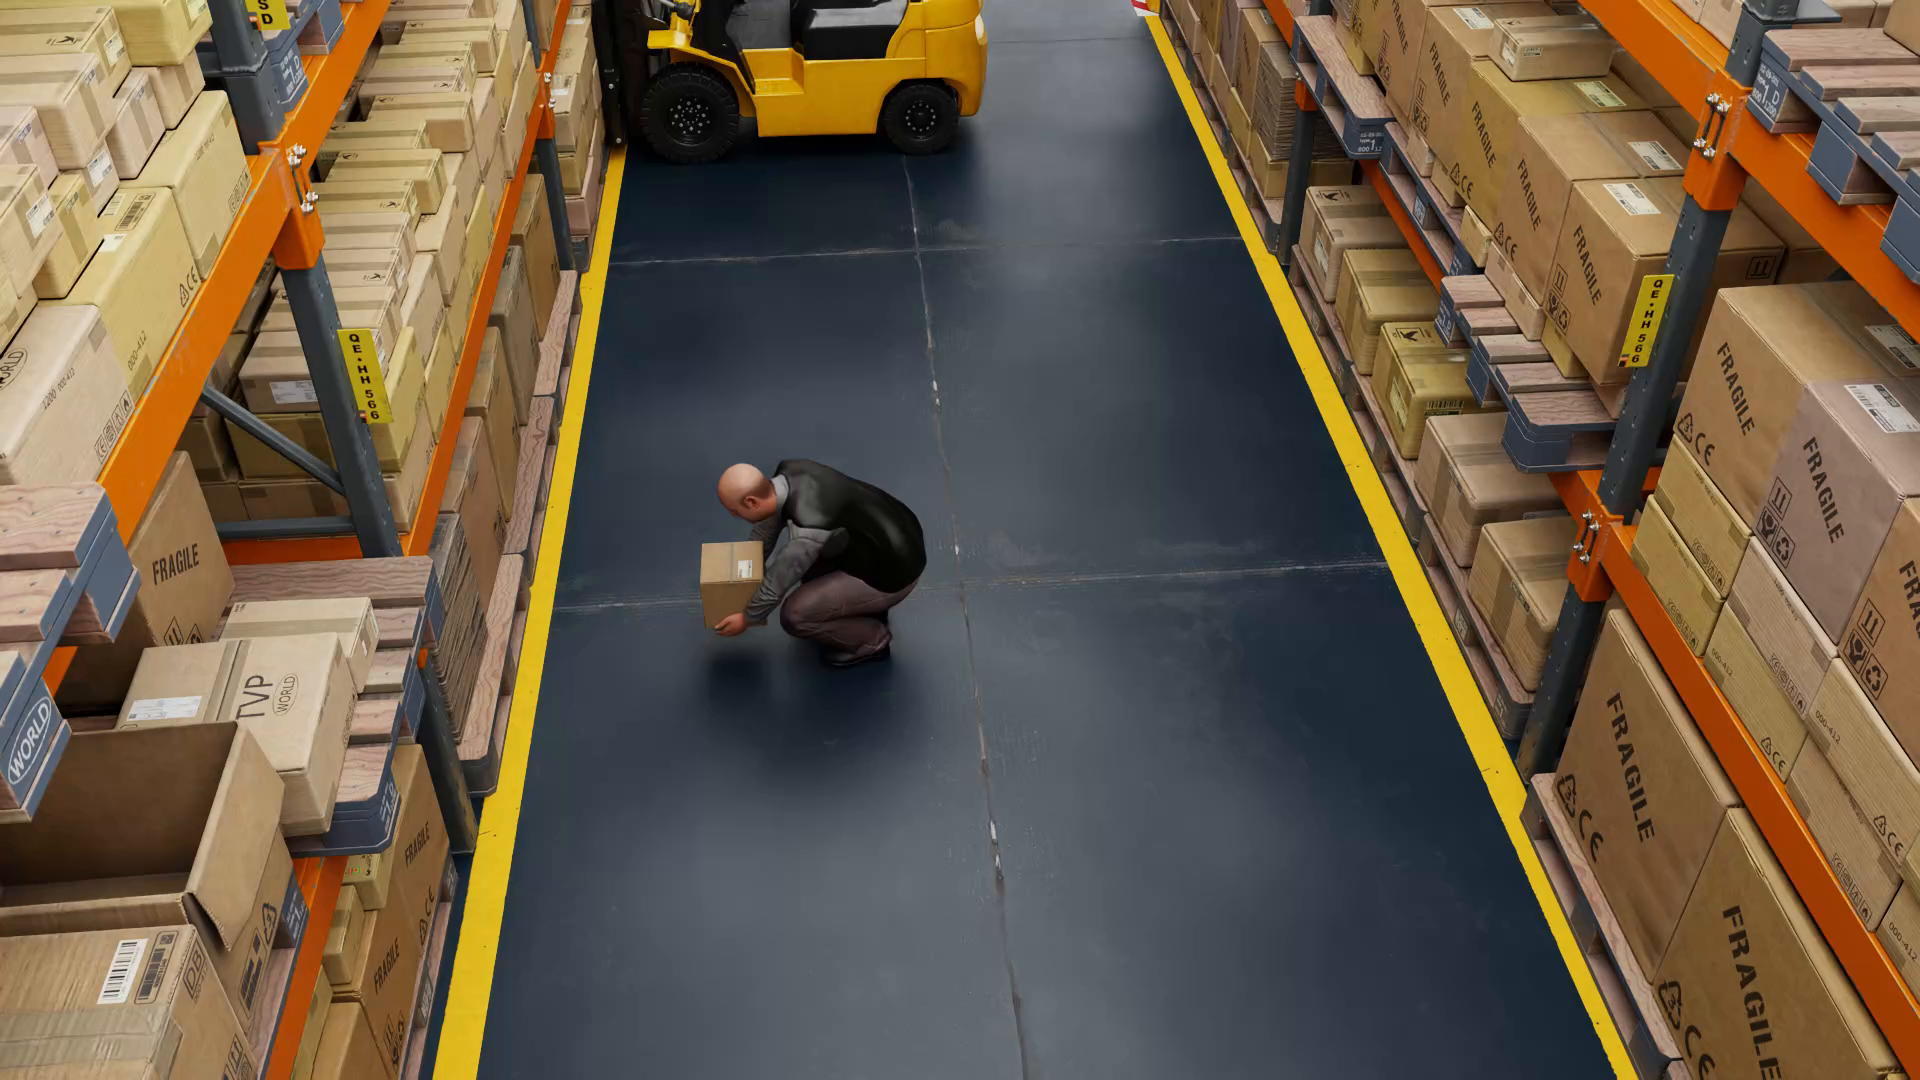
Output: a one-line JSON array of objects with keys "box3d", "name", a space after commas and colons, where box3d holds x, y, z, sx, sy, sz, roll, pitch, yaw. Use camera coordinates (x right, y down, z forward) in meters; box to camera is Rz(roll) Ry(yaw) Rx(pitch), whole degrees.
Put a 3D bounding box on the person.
[{"box3d": [-0.576, 0.052, 6.722, 0.874, 0.963, 0.540, -3, 39, -4], "name": "person"}]
